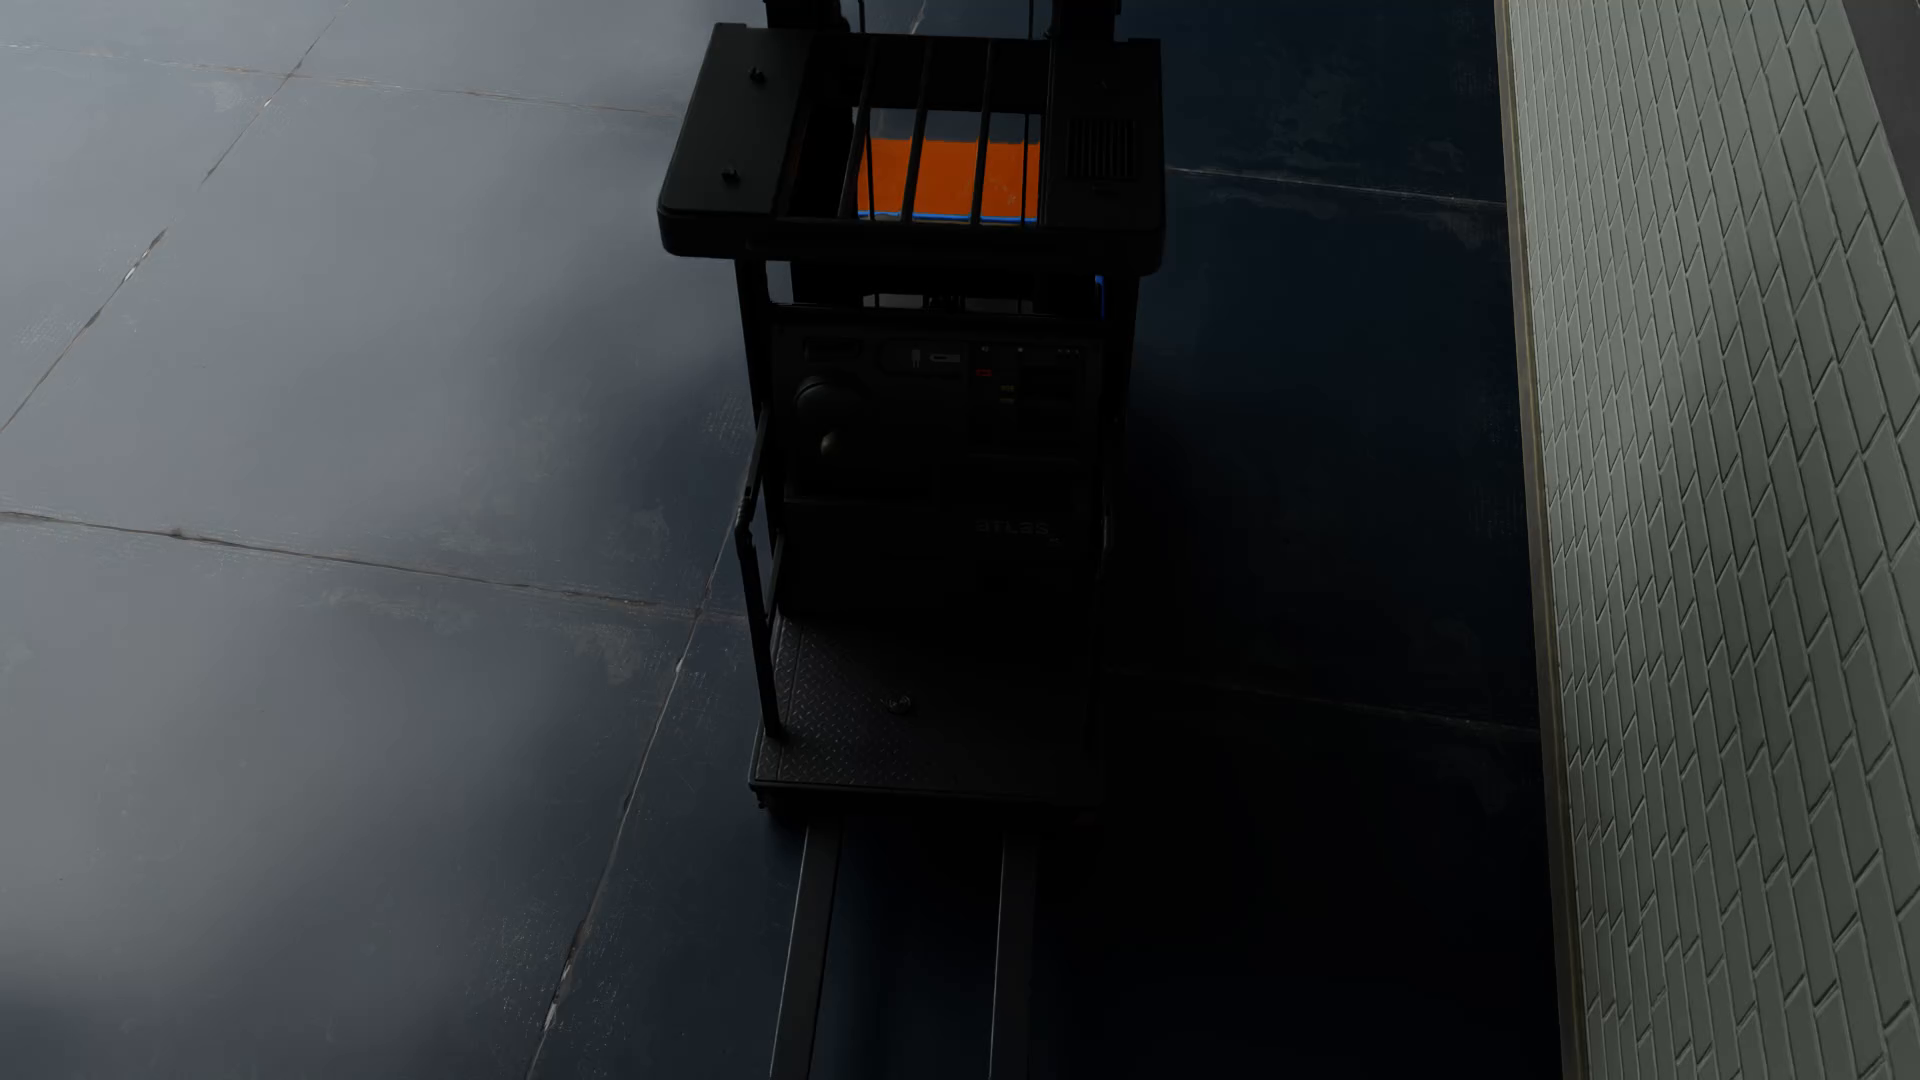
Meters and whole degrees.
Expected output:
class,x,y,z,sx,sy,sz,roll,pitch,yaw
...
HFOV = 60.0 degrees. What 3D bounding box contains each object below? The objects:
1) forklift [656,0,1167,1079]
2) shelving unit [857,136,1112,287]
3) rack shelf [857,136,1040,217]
class,x,y,z,sx,sy,sz,roll,pitch,yaw
forklift,-0.078,-0.315,4.562,1.130,2.935,3.031,3,48,3
shelving unit,0.052,-1.056,6.442,1.048,1.125,0.538,2,48,2
rack shelf,0.052,-1.251,6.225,1.000,0.278,0.538,2,48,2
